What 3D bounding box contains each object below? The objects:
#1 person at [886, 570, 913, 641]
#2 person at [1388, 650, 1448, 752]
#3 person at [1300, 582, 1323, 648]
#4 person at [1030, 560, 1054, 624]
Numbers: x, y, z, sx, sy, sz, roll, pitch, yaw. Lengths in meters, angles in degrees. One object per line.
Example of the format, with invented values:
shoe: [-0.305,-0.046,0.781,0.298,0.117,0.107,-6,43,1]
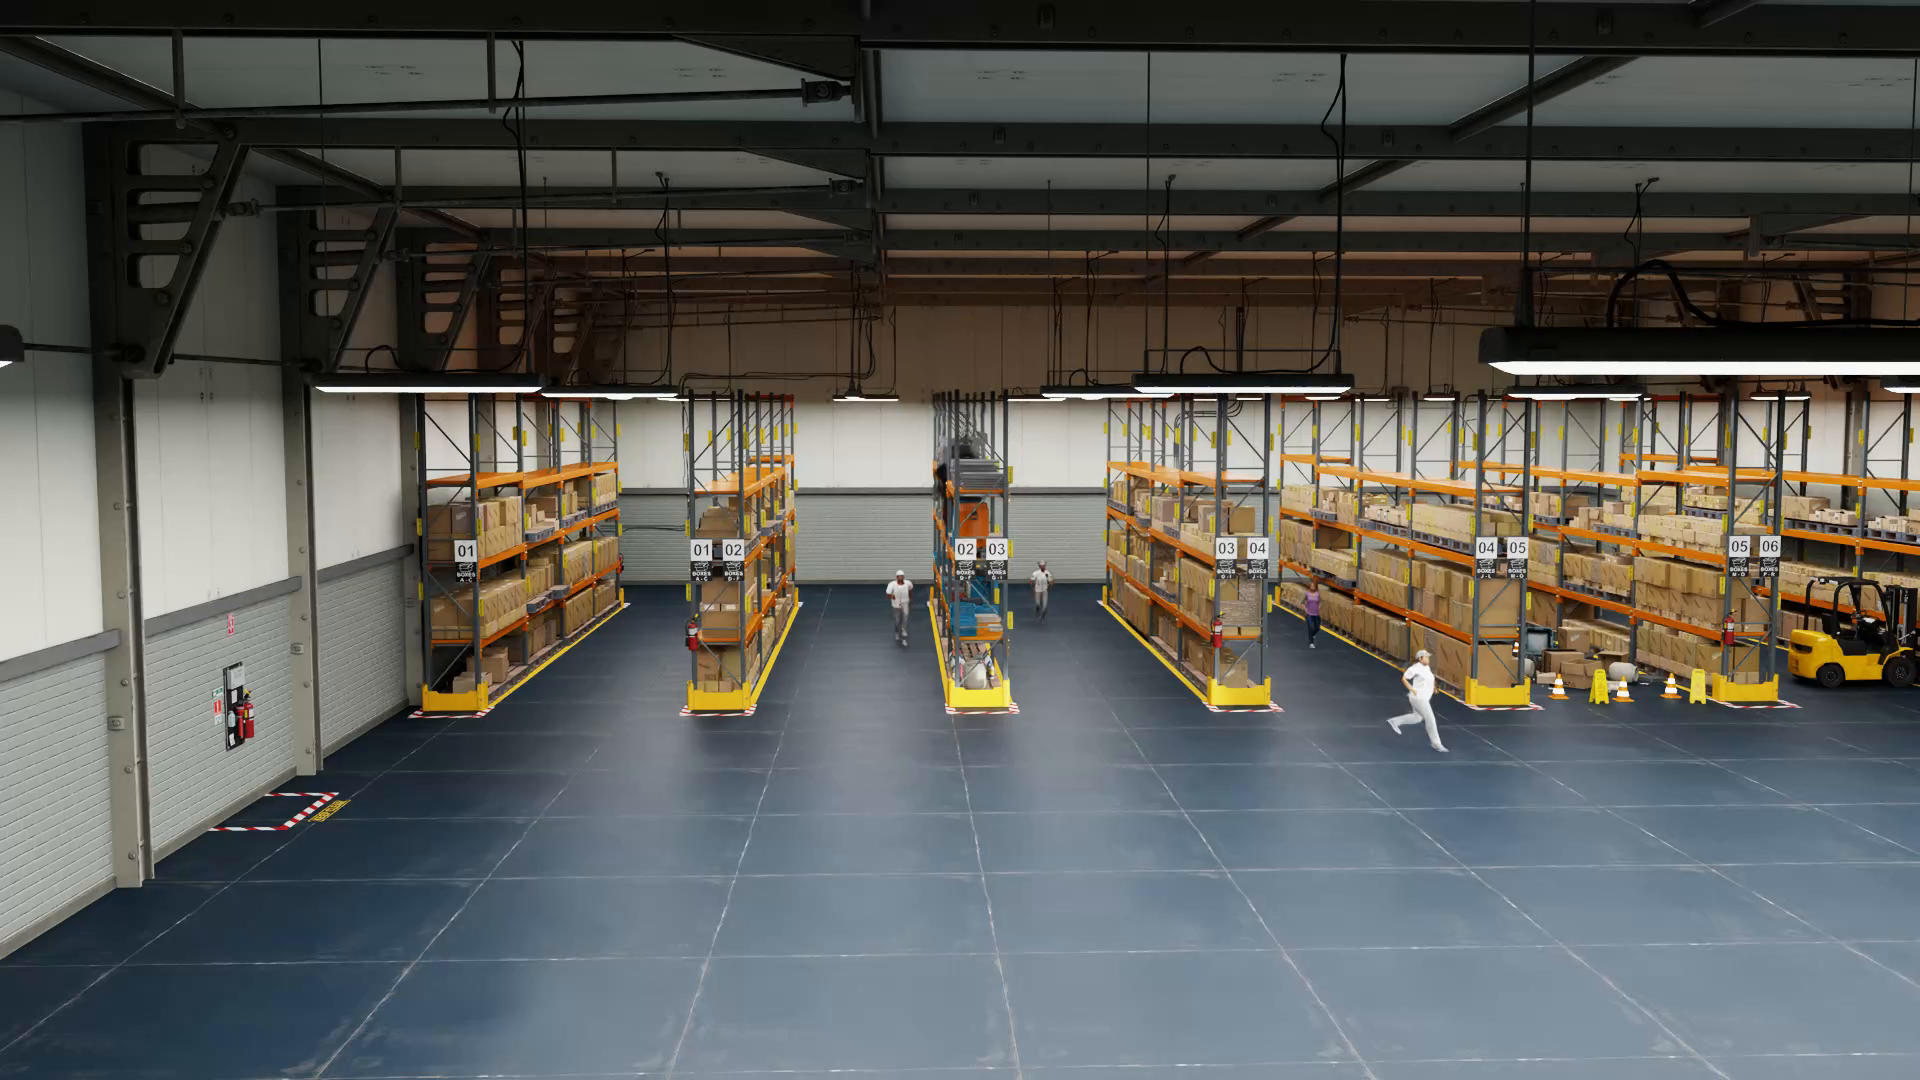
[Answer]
person: [-1.435,1.566,39.668,0.640,1.731,0.915,0,5,-1]
person: [7.657,2.660,27.767,1.075,1.680,0.577,3,6,33]
person: [8.275,1.757,39.150,0.535,1.548,0.567,0,5,0]
person: [2.146,1.356,43.472,0.625,1.663,0.533,0,5,-2]
